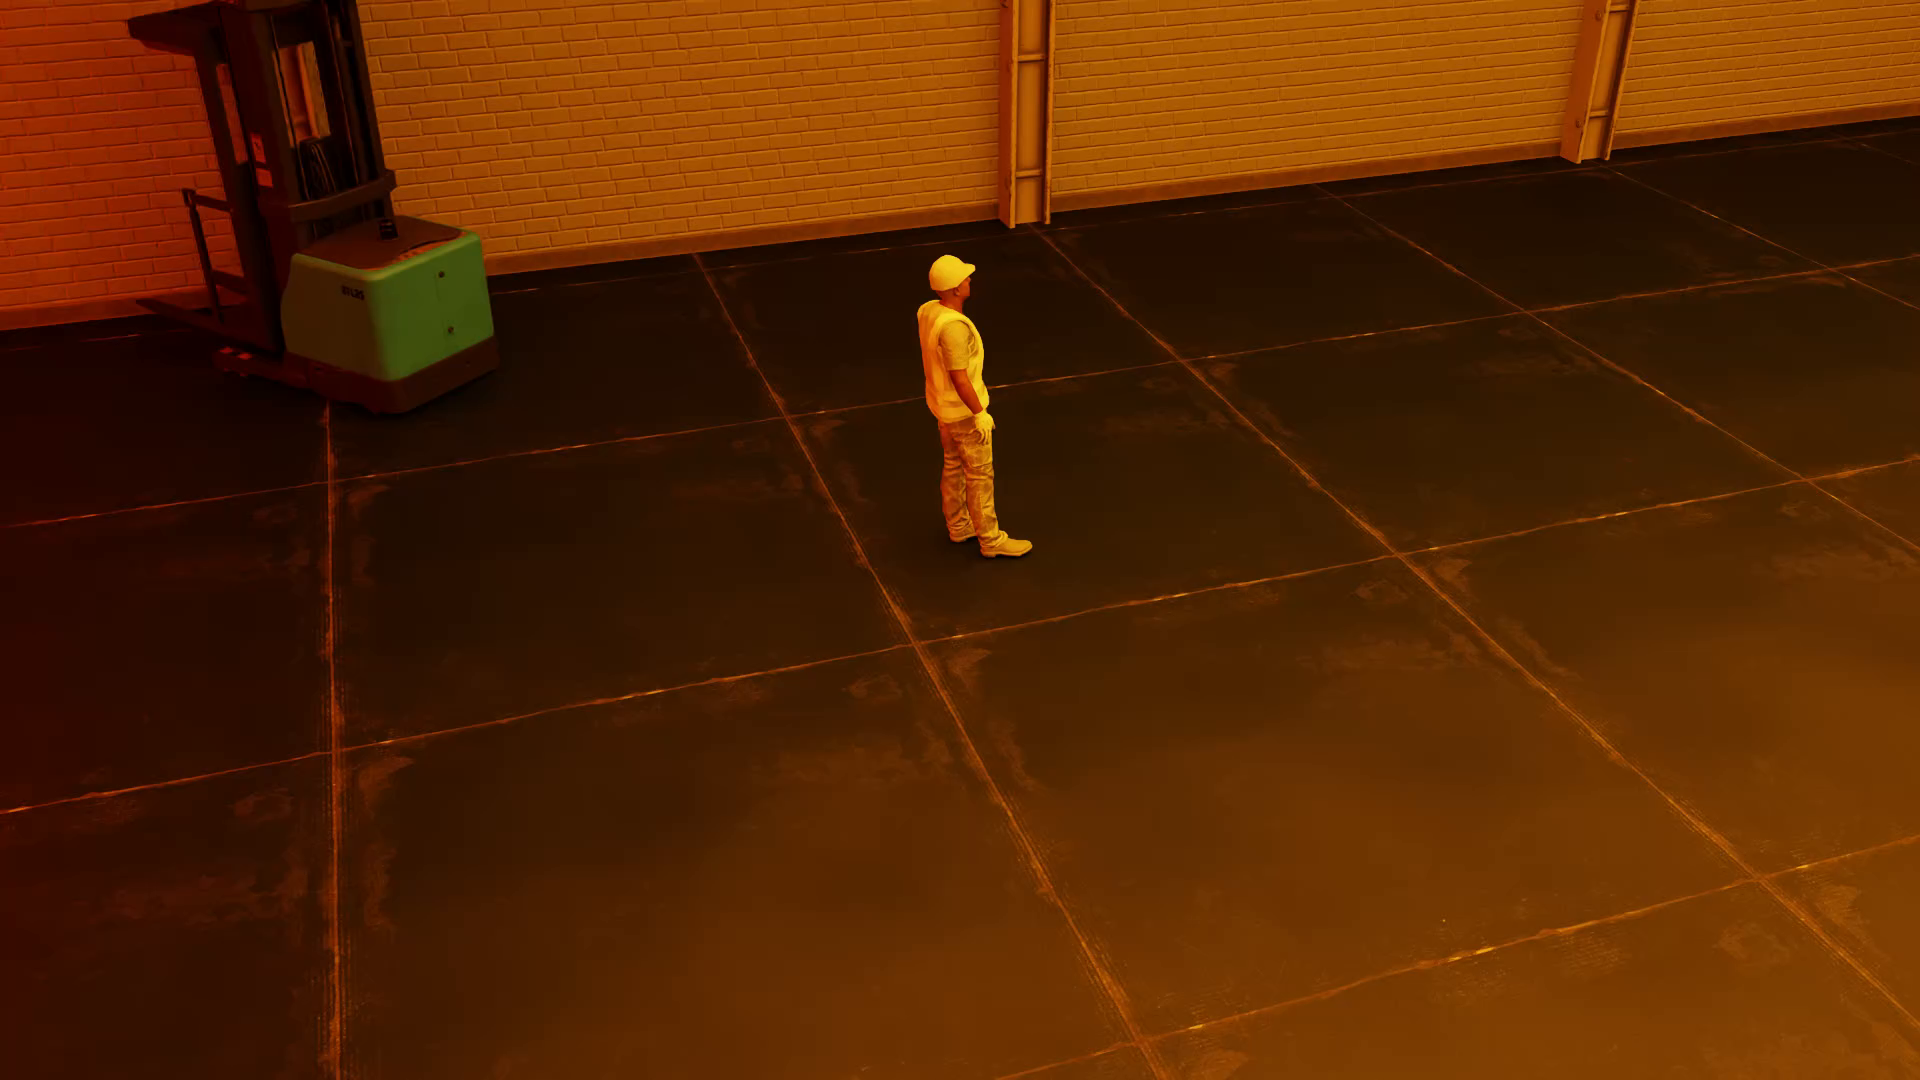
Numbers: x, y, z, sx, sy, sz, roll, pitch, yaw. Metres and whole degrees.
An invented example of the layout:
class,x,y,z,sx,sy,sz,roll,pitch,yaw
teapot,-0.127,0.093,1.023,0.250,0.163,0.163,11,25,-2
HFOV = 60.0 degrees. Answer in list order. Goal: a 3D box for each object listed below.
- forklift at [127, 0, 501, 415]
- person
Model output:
class,x,y,z,sx,sy,sz,roll,pitch,yaw
forklift,-4.866,-2.665,11.719,3.031,2.935,1.130,17,34,27
person,0.071,-0.787,9.591,0.575,1.785,0.657,-10,31,-16
